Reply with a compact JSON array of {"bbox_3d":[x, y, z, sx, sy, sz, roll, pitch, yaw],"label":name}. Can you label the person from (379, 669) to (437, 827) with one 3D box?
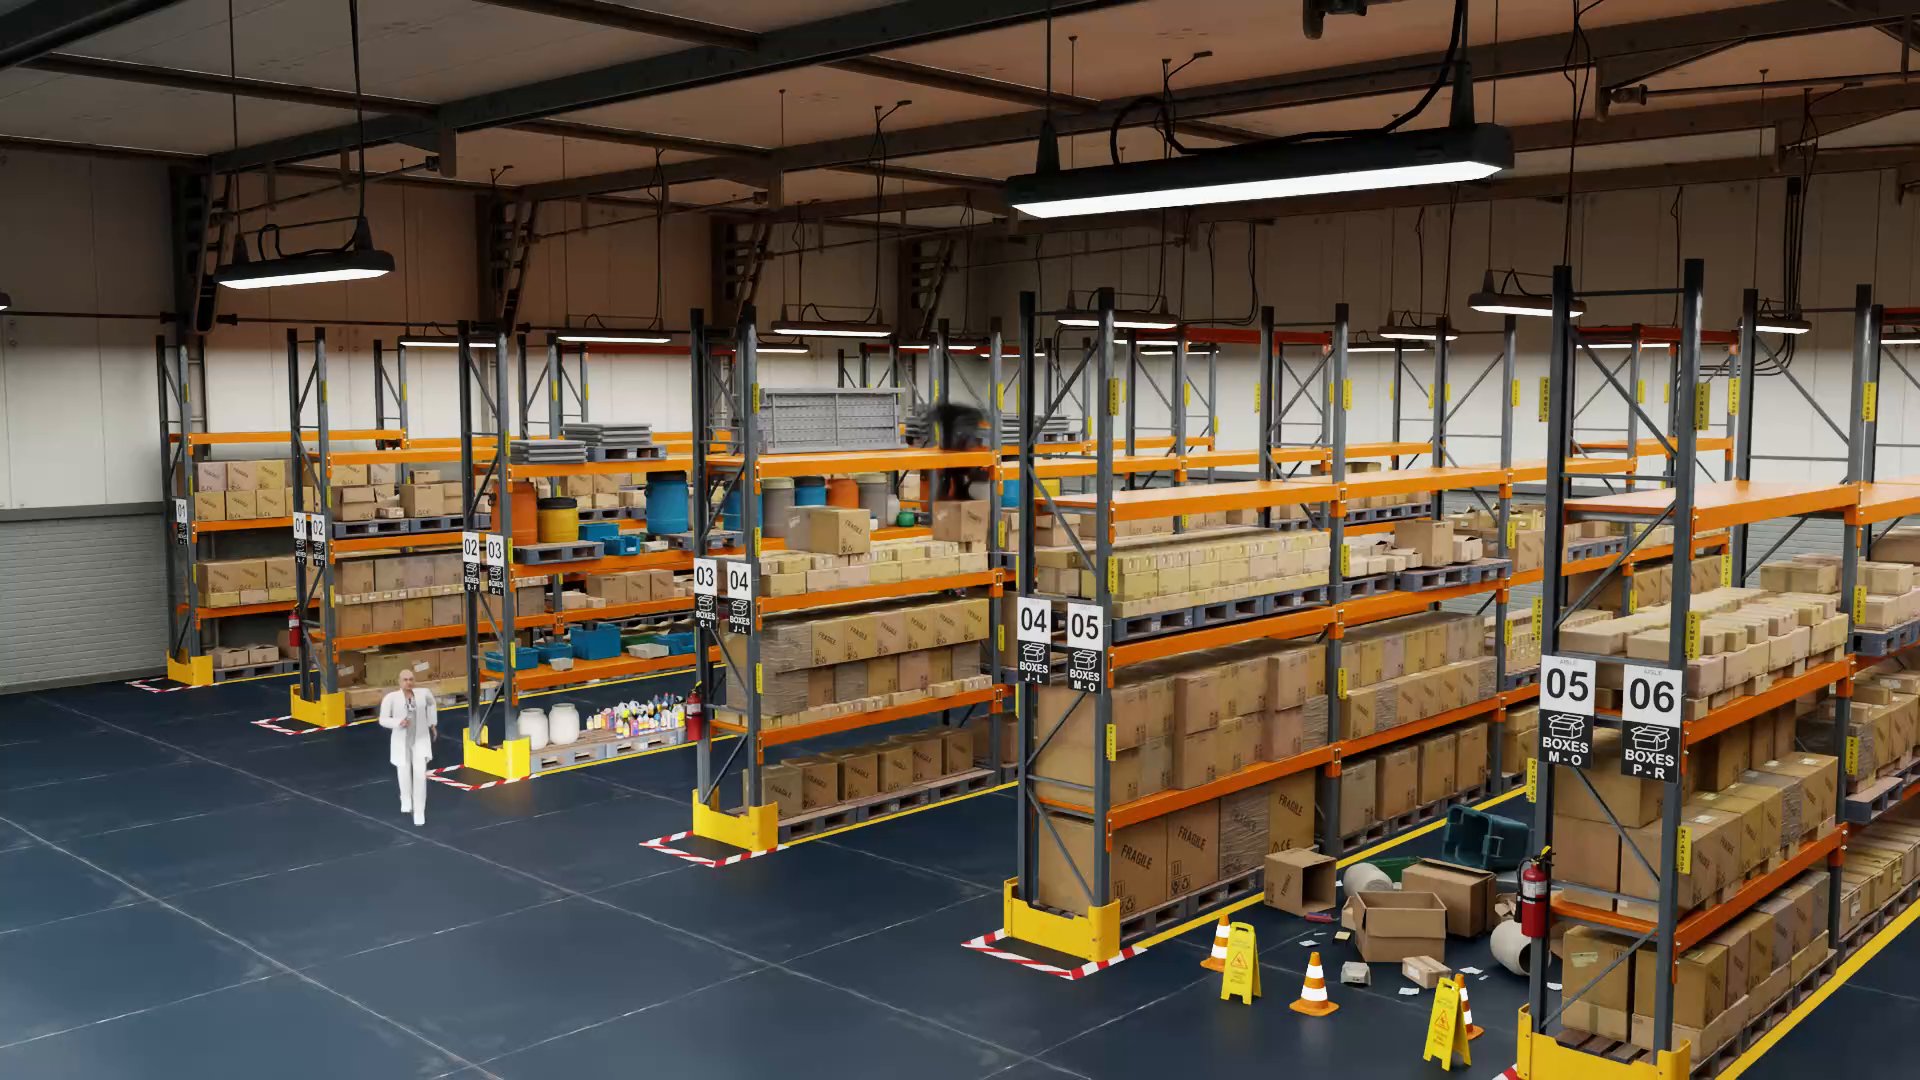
[{"bbox_3d":[-6.512,2.436,19.662,0.649,1.847,0.932,-2,6,-18],"label":"person"}]
